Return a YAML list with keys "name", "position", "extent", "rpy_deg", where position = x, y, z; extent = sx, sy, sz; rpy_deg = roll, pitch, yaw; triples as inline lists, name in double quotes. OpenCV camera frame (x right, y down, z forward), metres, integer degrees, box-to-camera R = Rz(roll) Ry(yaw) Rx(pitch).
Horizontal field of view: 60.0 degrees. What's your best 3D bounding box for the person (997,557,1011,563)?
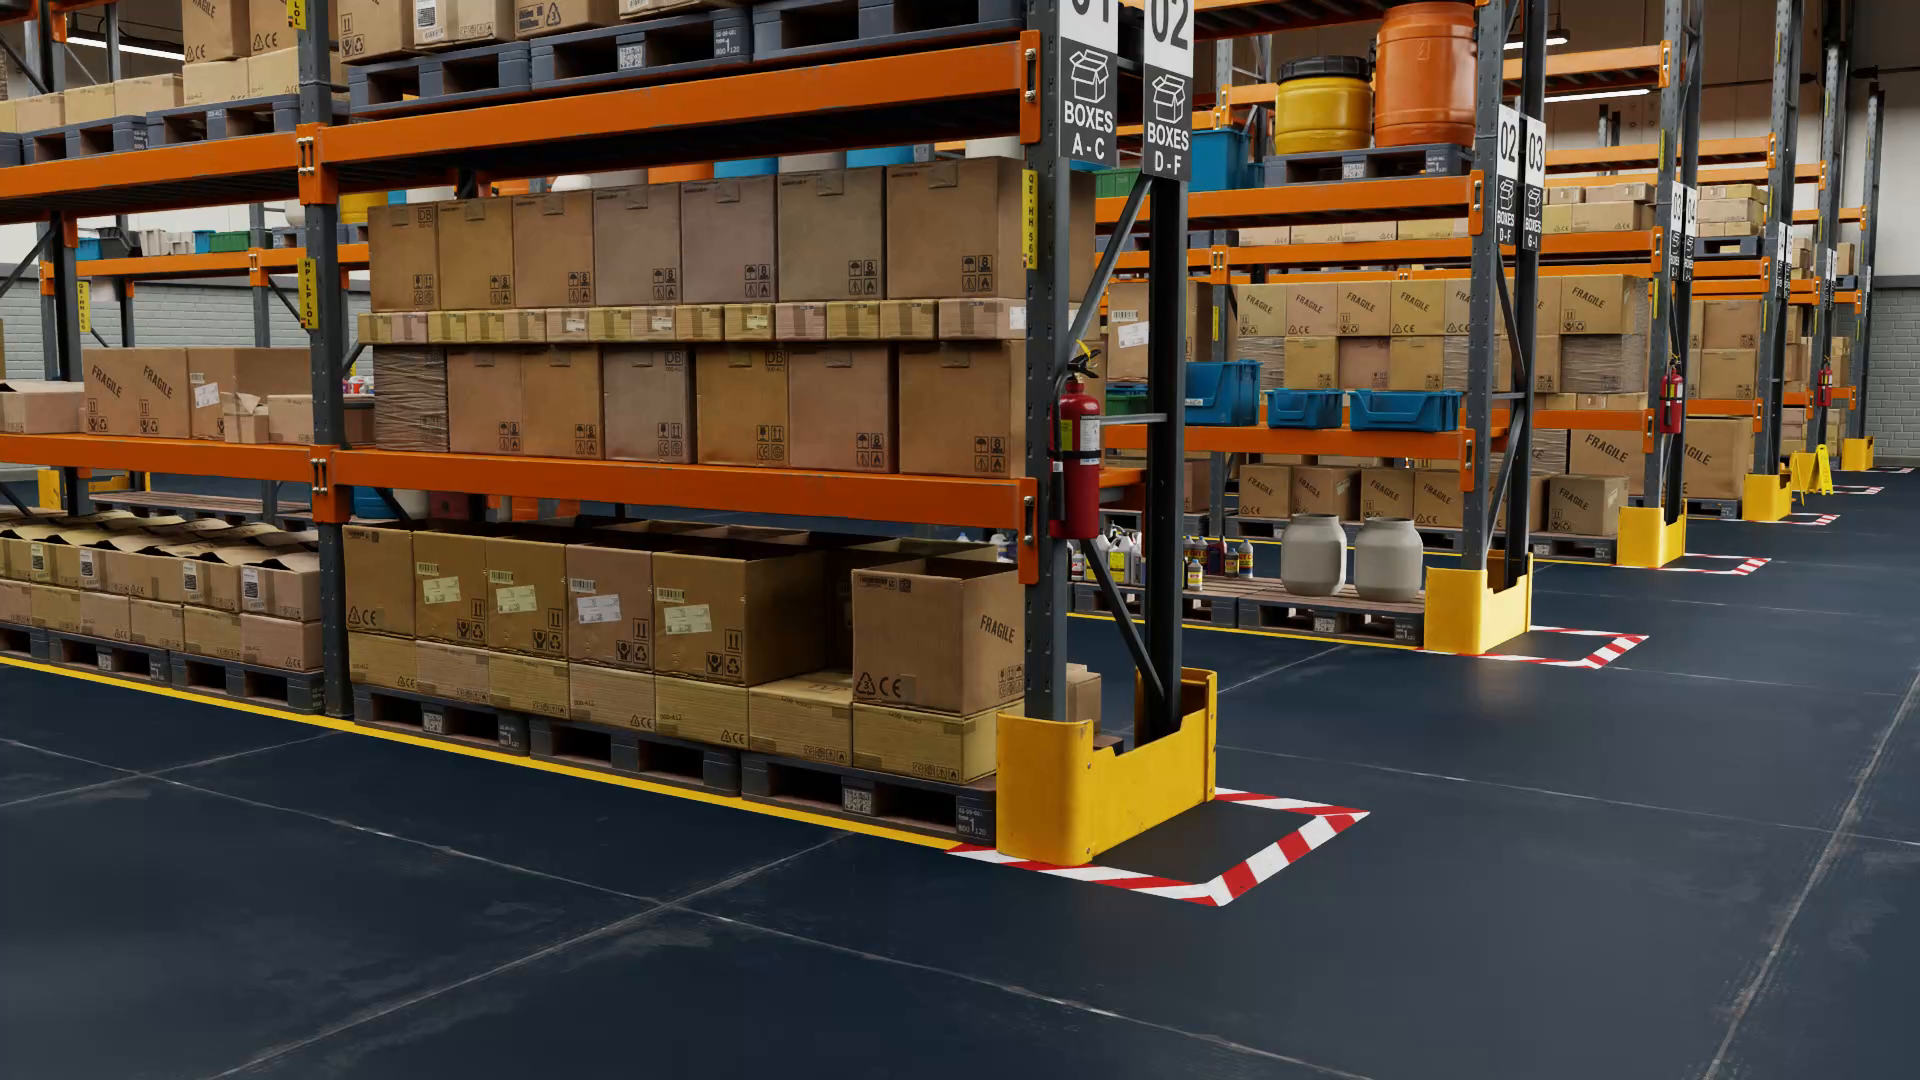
- name: "person"
  position: [0.087, 0.486, 8.231]
  extent: [1.021, 0.795, 0.577]
  rpy_deg: [4, 7, 32]
